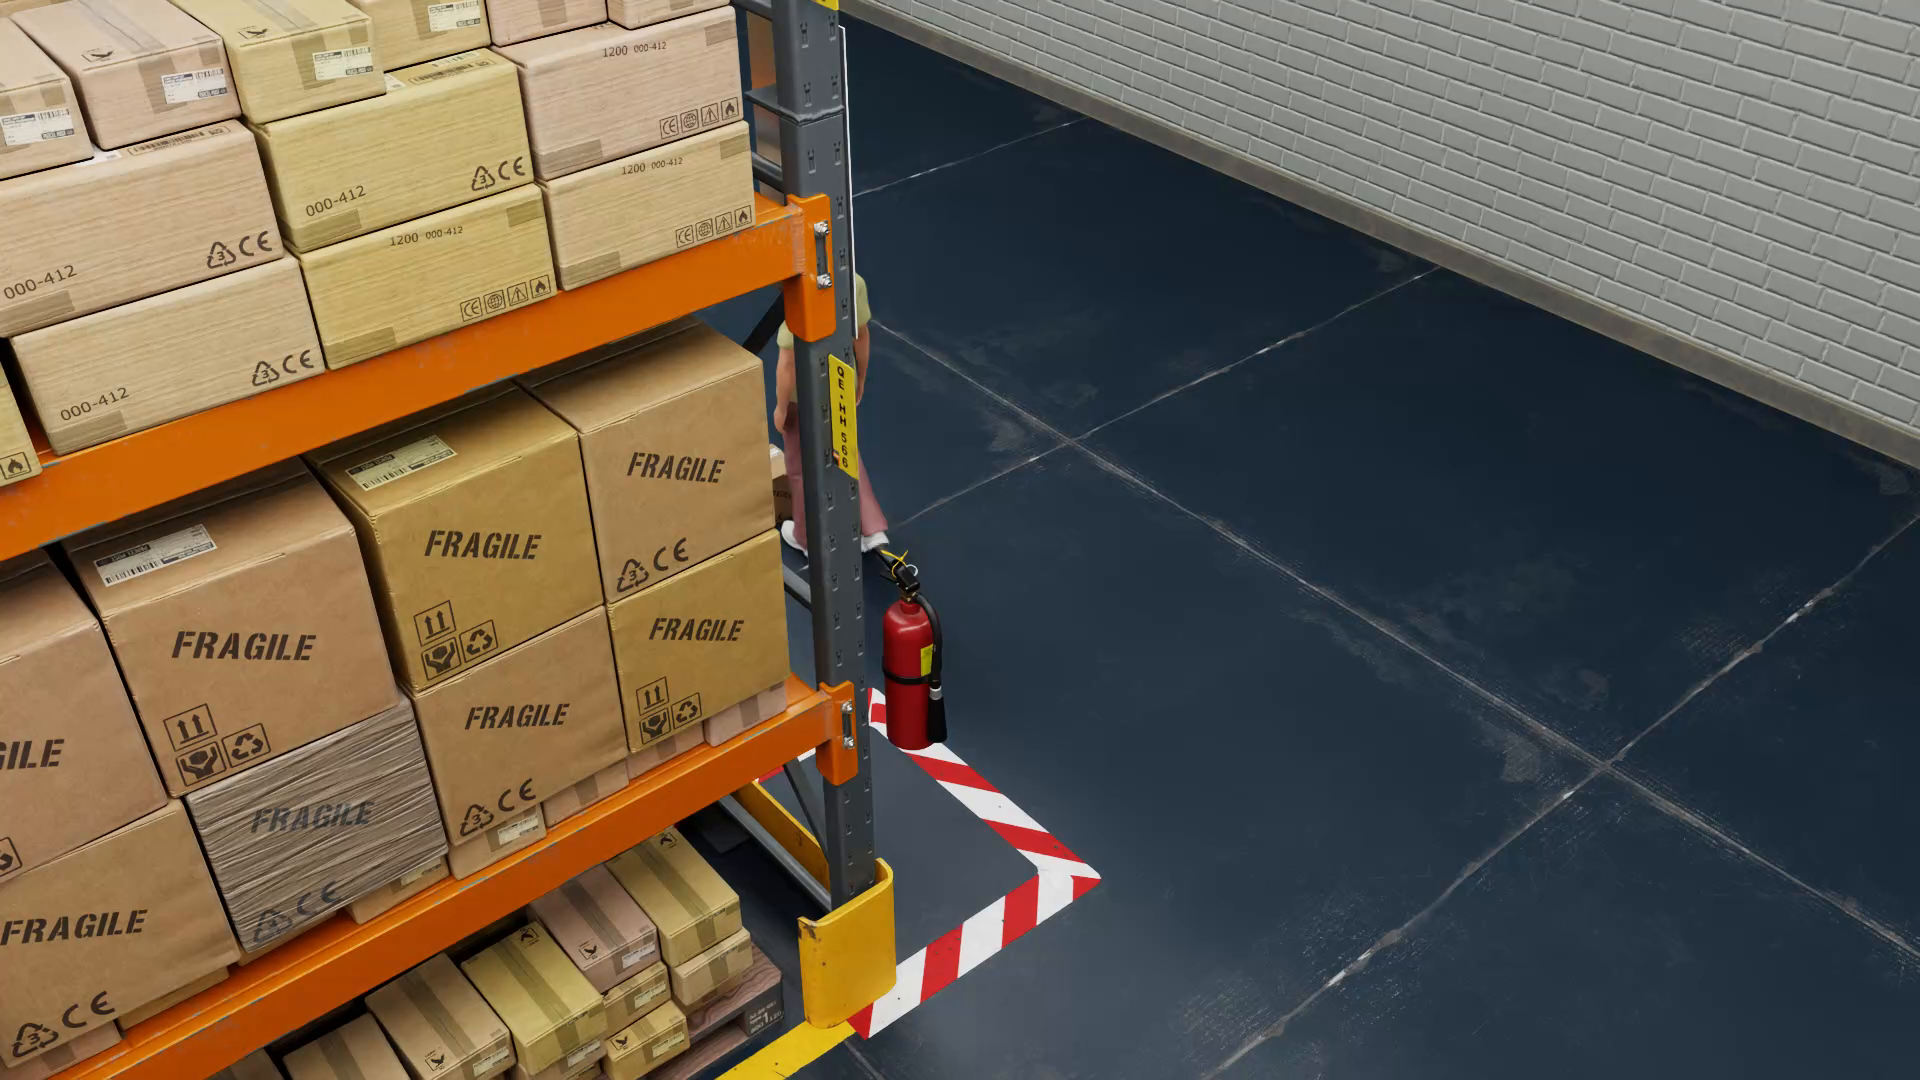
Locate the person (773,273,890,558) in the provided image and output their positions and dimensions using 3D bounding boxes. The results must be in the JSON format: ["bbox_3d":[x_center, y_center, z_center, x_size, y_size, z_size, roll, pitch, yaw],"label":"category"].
[{"bbox_3d":[-0.597,-0.600,6.994,0.449,1.702,0.525,-26,43,-31],"label":"person"}]
